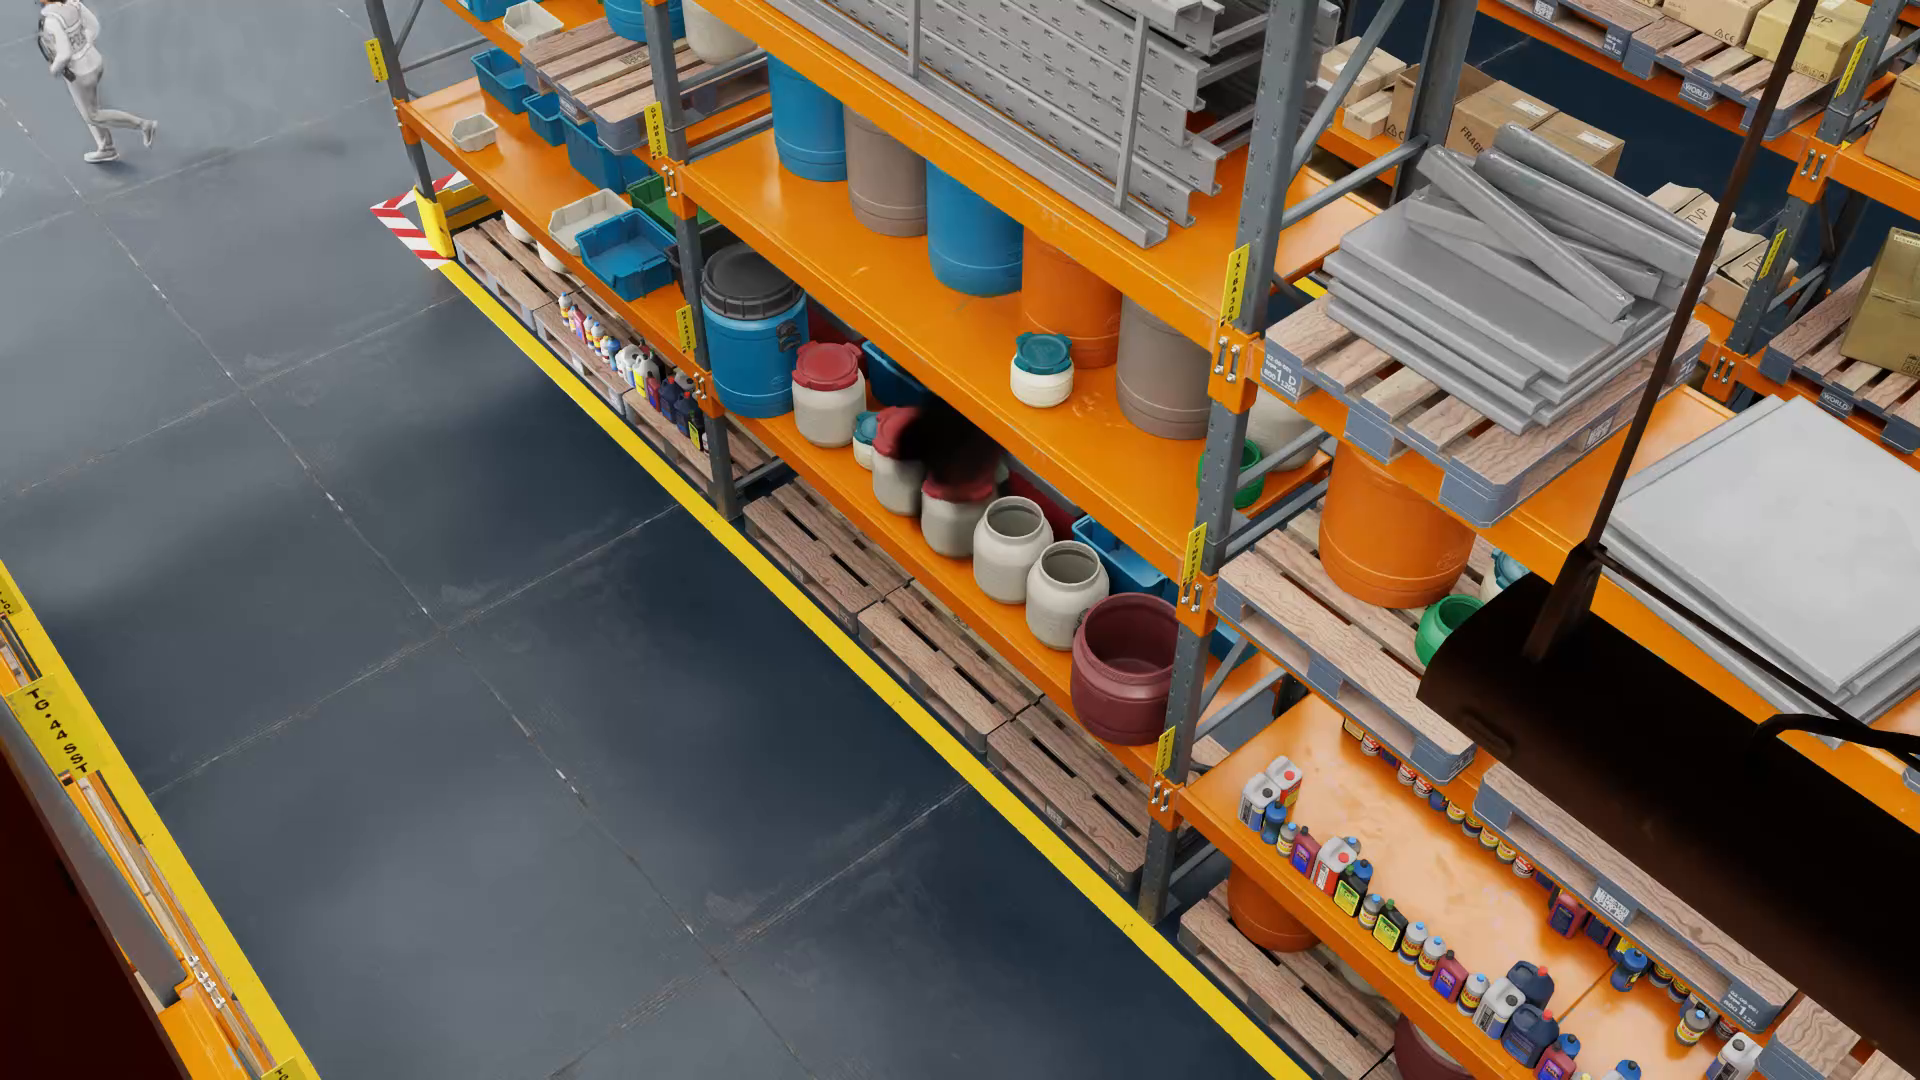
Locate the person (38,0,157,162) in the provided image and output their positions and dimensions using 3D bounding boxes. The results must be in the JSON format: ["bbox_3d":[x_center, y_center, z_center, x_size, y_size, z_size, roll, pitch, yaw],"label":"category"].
[{"bbox_3d":[-7.022,-3.782,13.409,0.700,1.687,0.617,0,46,0],"label":"person"}]
